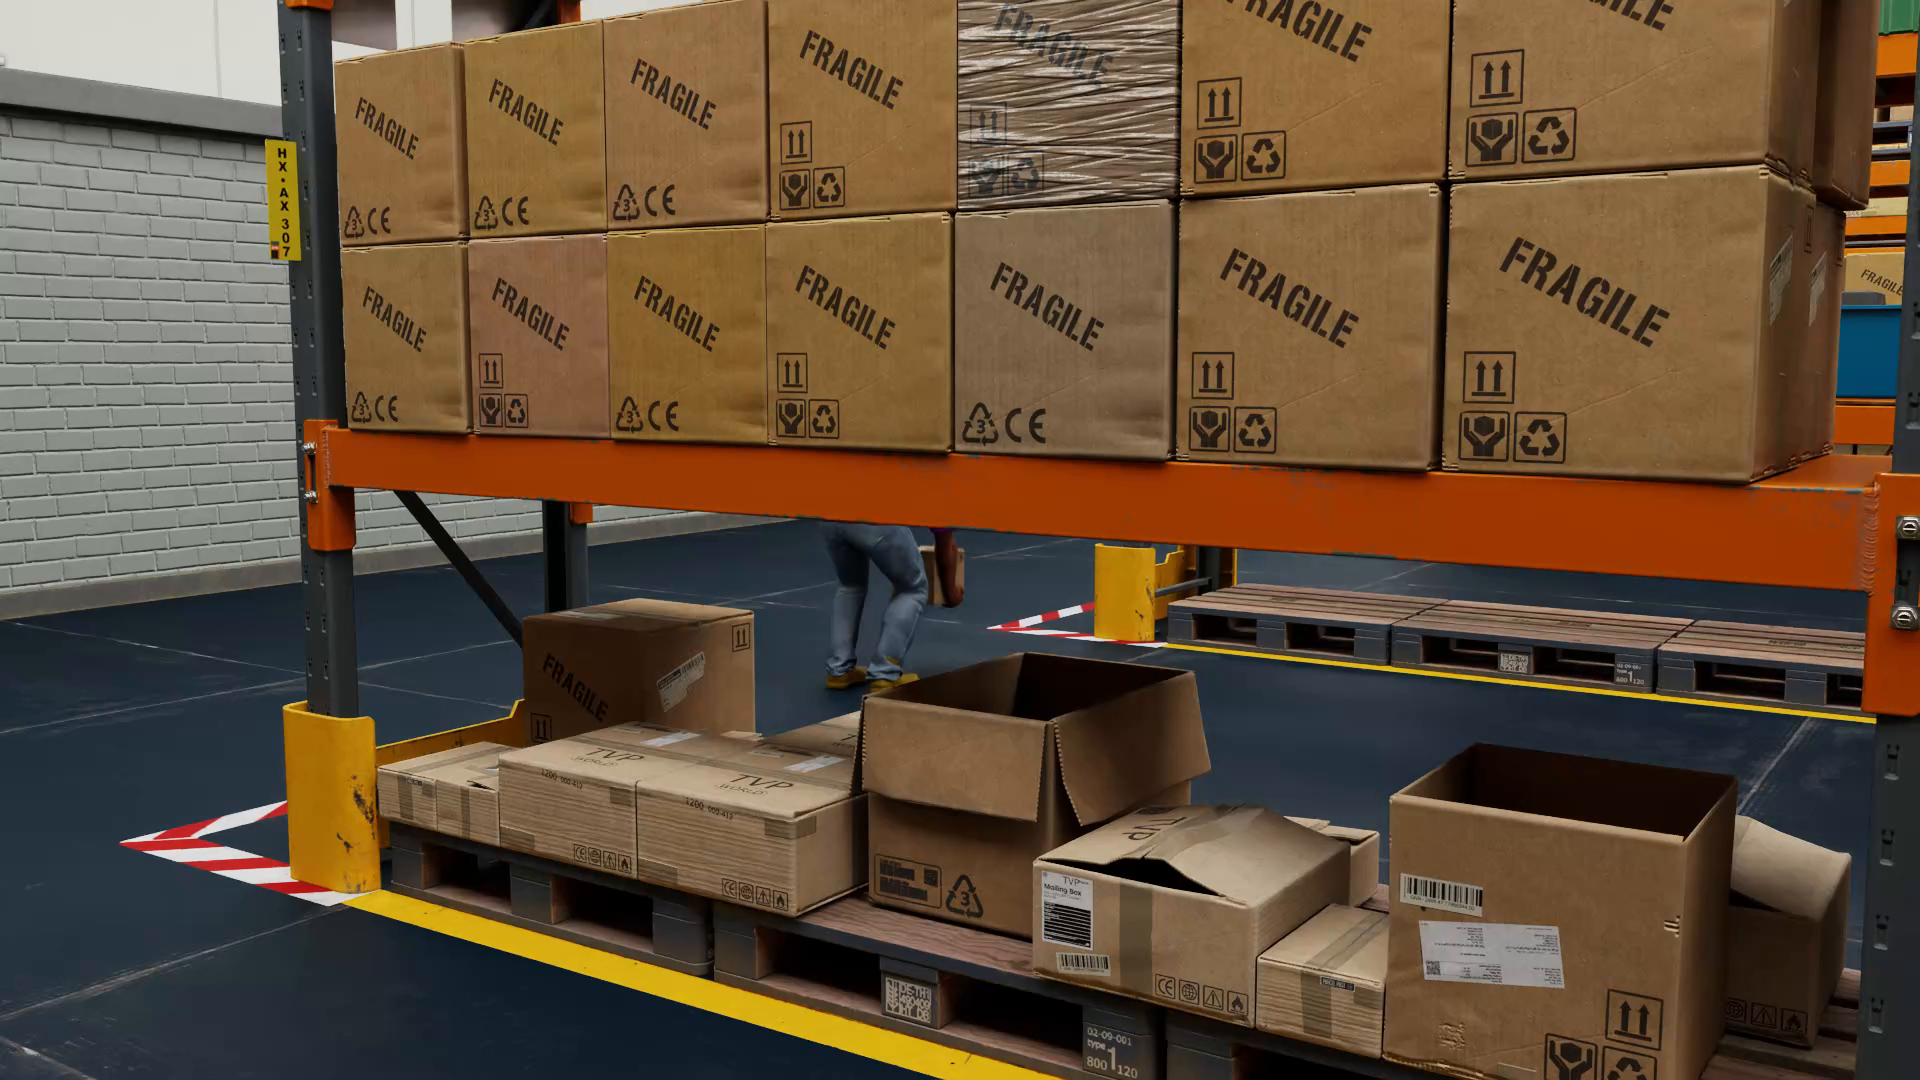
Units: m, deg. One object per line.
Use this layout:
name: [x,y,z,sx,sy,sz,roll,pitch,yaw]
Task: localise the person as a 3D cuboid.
person: [6.499,0.447,4.248,15.759,1.186,2.032,4,7,31]
